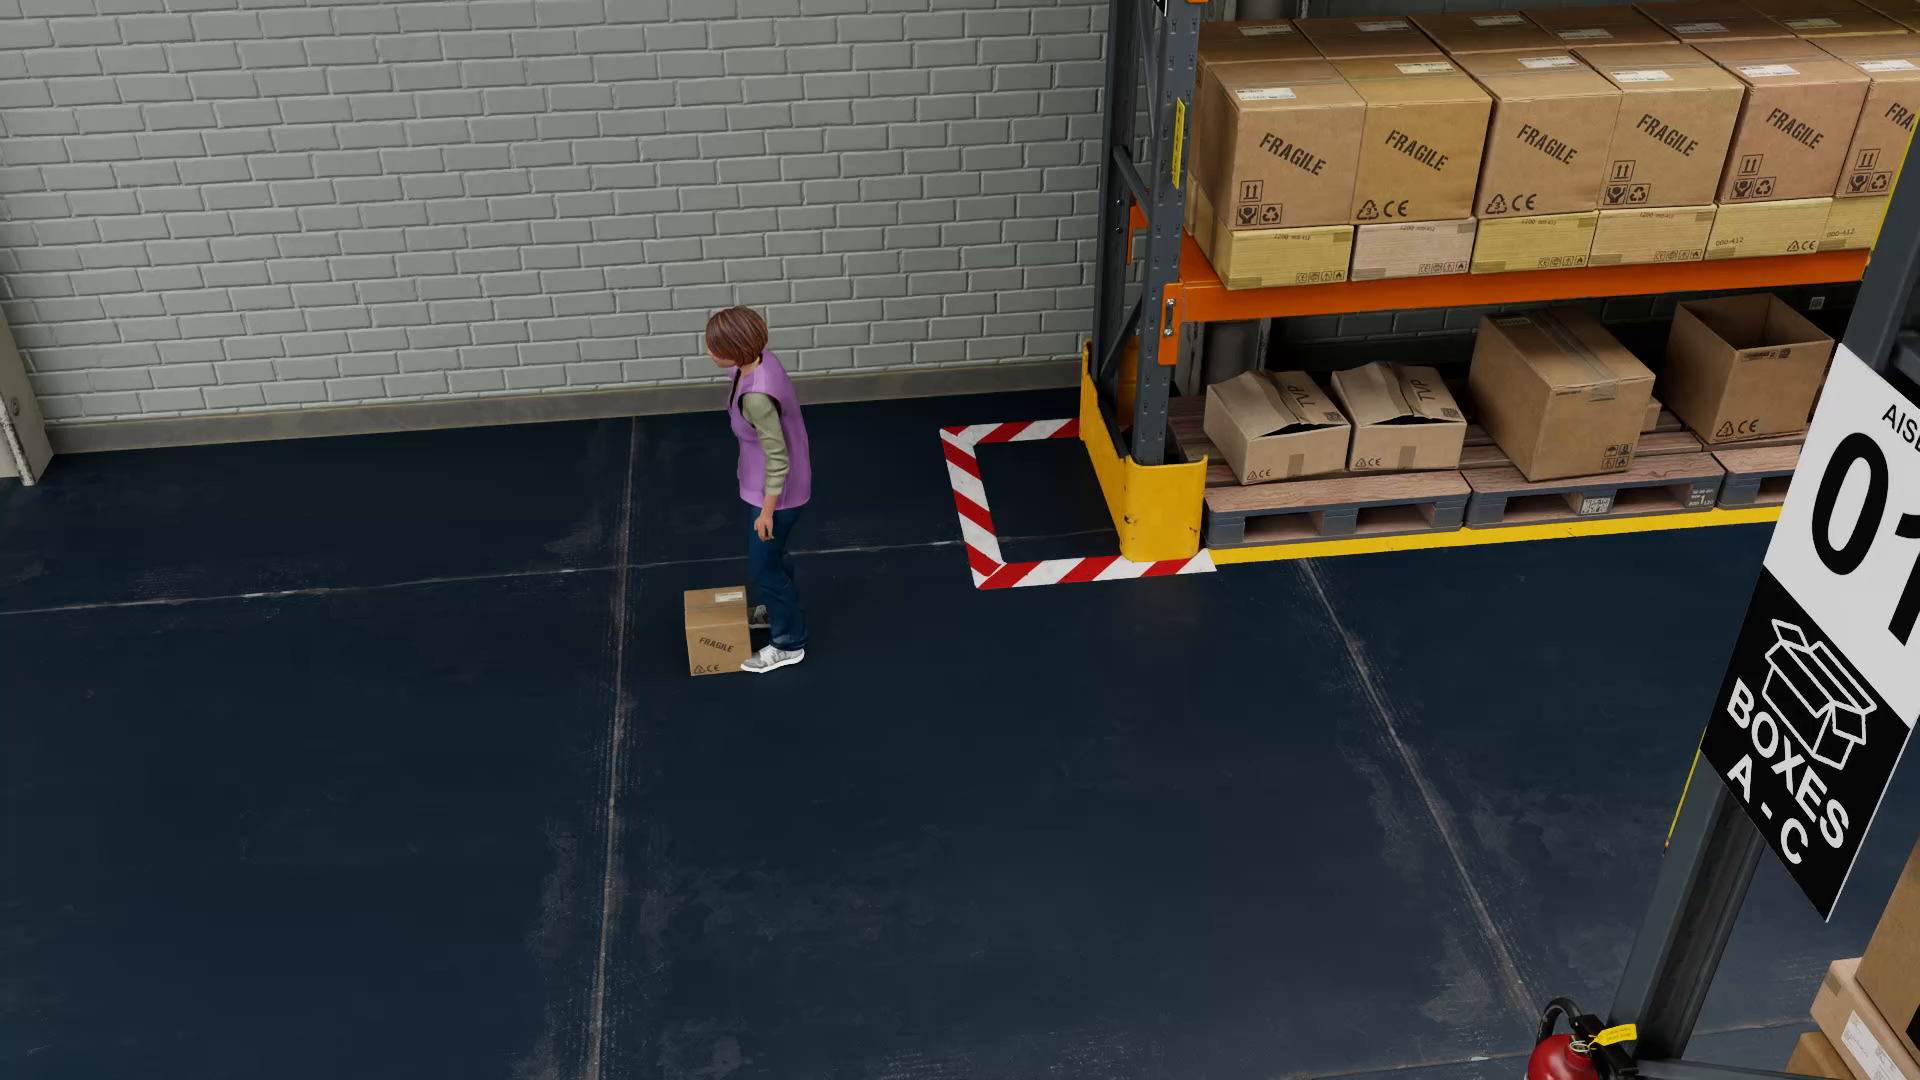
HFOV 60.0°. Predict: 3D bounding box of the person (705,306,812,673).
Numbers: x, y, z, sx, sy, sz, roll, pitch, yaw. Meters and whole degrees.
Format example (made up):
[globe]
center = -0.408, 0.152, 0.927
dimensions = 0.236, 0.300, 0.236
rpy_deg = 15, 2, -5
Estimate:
[person]
center = -0.753, -0.200, 6.438
dimensions = 0.347, 1.591, 0.483
rpy_deg = -7, 36, -9
